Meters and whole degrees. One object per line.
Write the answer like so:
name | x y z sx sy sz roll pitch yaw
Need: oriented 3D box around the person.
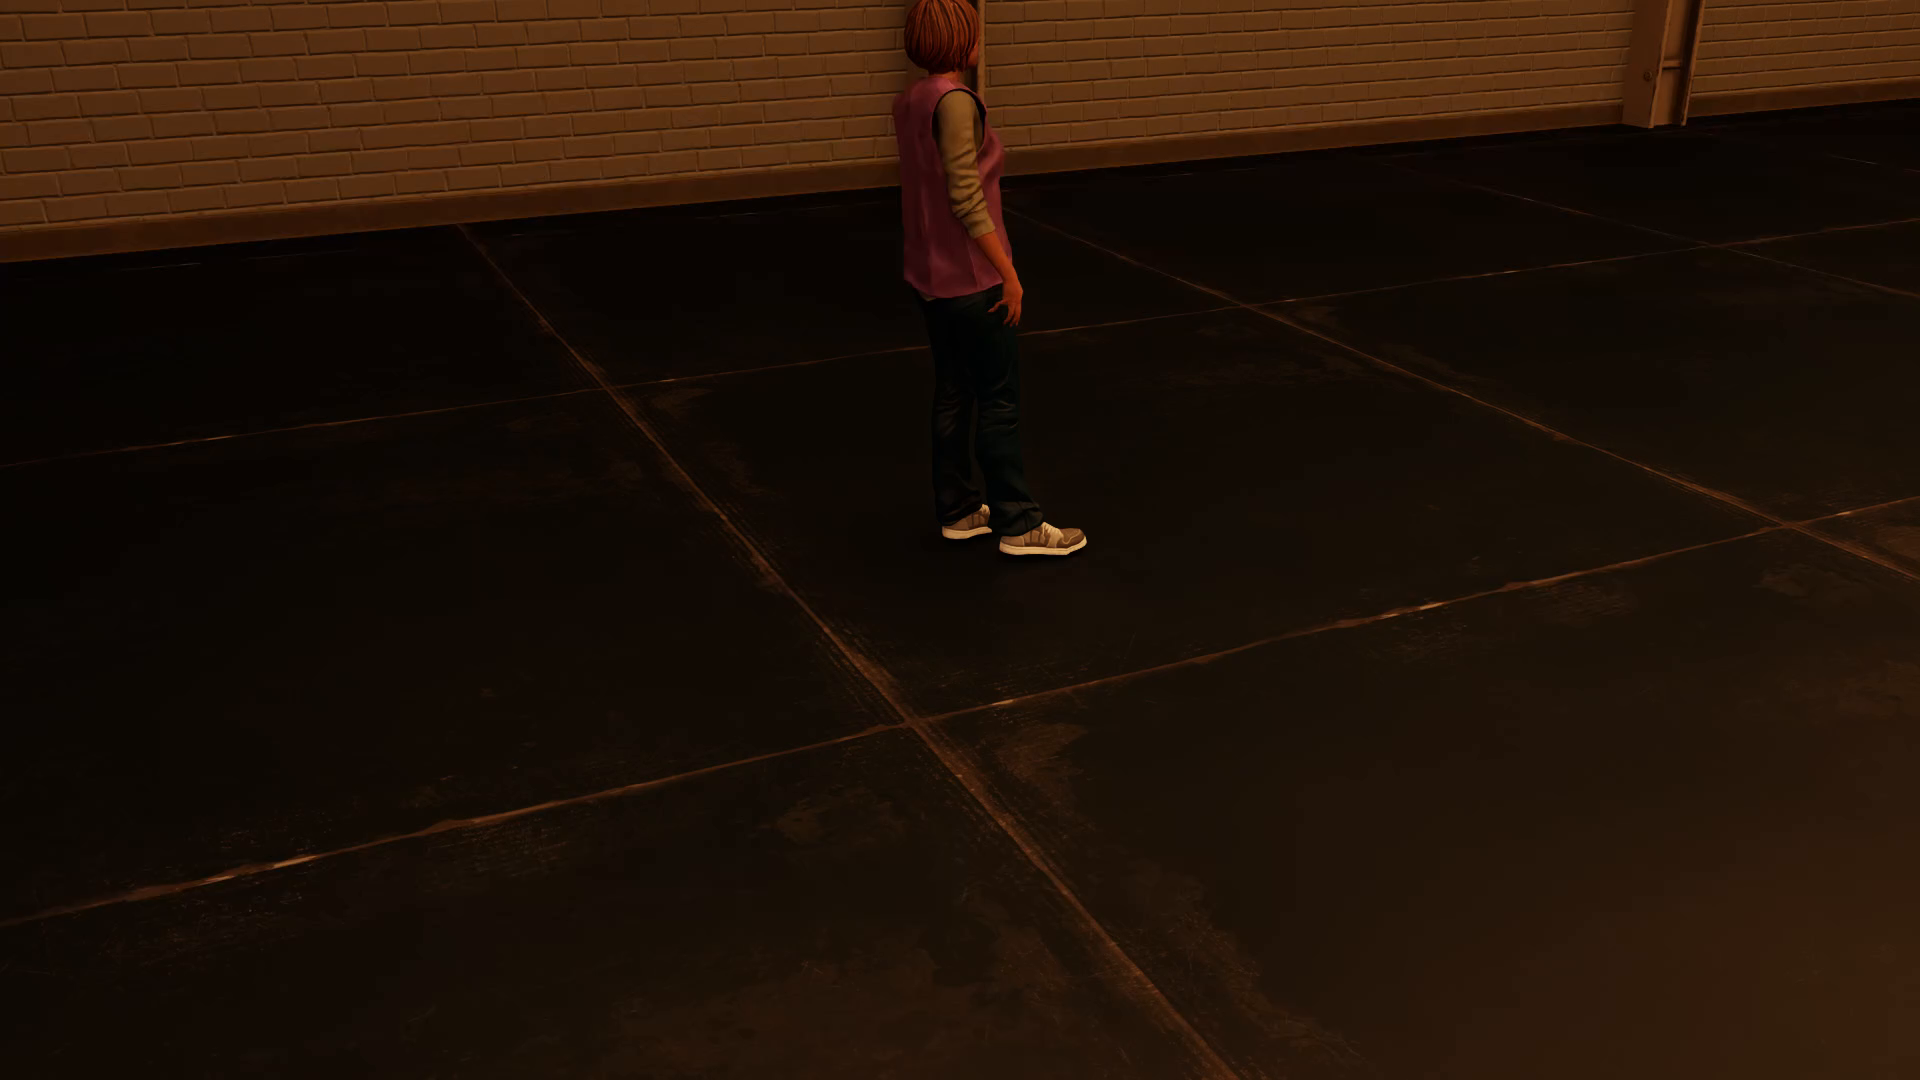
person | 0.073 -0.751 4.814 0.476 1.597 0.520 -10 25 -23
